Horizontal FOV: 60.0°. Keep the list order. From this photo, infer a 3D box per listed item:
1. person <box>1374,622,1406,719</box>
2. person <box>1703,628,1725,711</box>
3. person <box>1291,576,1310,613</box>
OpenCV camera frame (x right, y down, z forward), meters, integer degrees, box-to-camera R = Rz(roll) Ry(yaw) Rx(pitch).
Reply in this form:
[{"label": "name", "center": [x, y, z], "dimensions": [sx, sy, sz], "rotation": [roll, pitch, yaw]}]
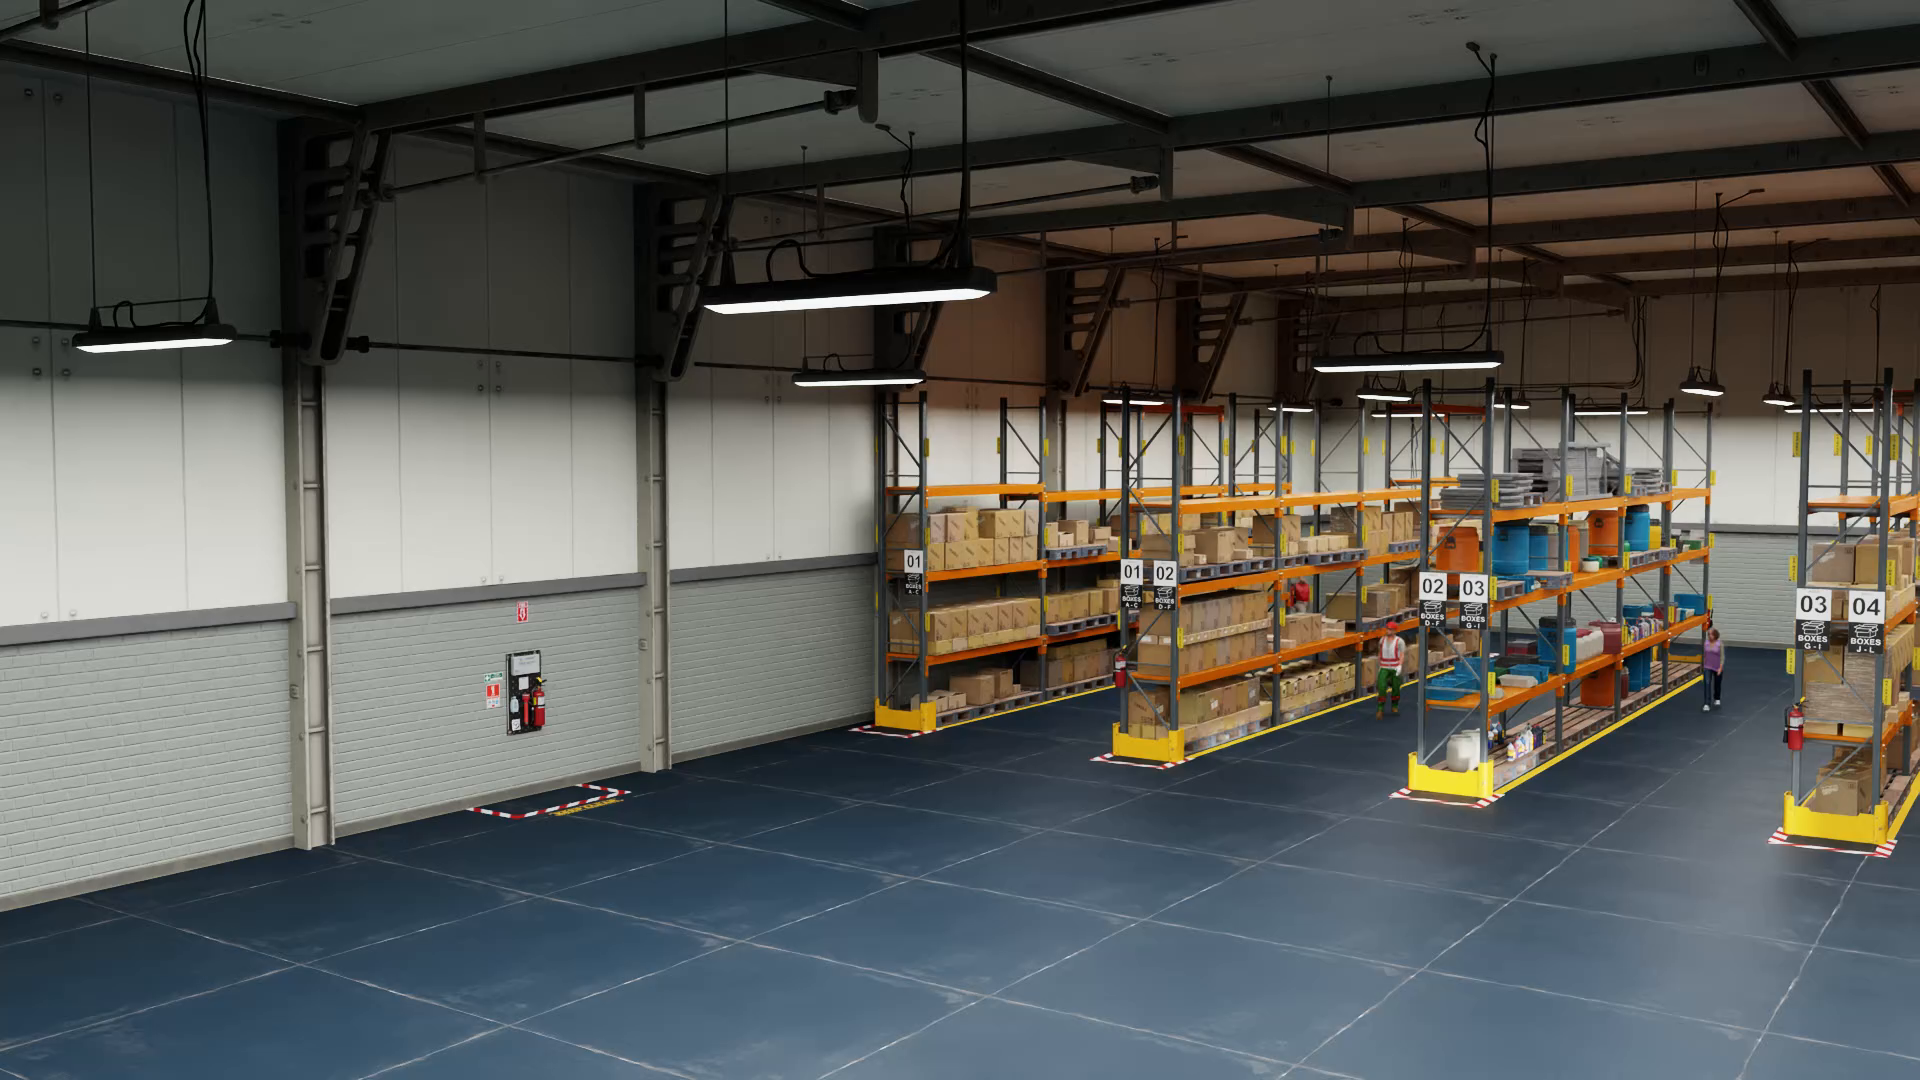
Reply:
[{"label": "person", "center": [7.999, 2.393, 30.847], "dimensions": [0.514, 1.750, 0.969], "rotation": [1, 3, 22]}, {"label": "person", "center": [14.343, 2.451, 31.662], "dimensions": [0.374, 1.537, 0.969], "rotation": [2, 4, 28]}, {"label": "person", "center": [9.060, 1.726, 43.556], "dimensions": [0.490, 1.662, 1.041], "rotation": [-3, 4, -44]}]
